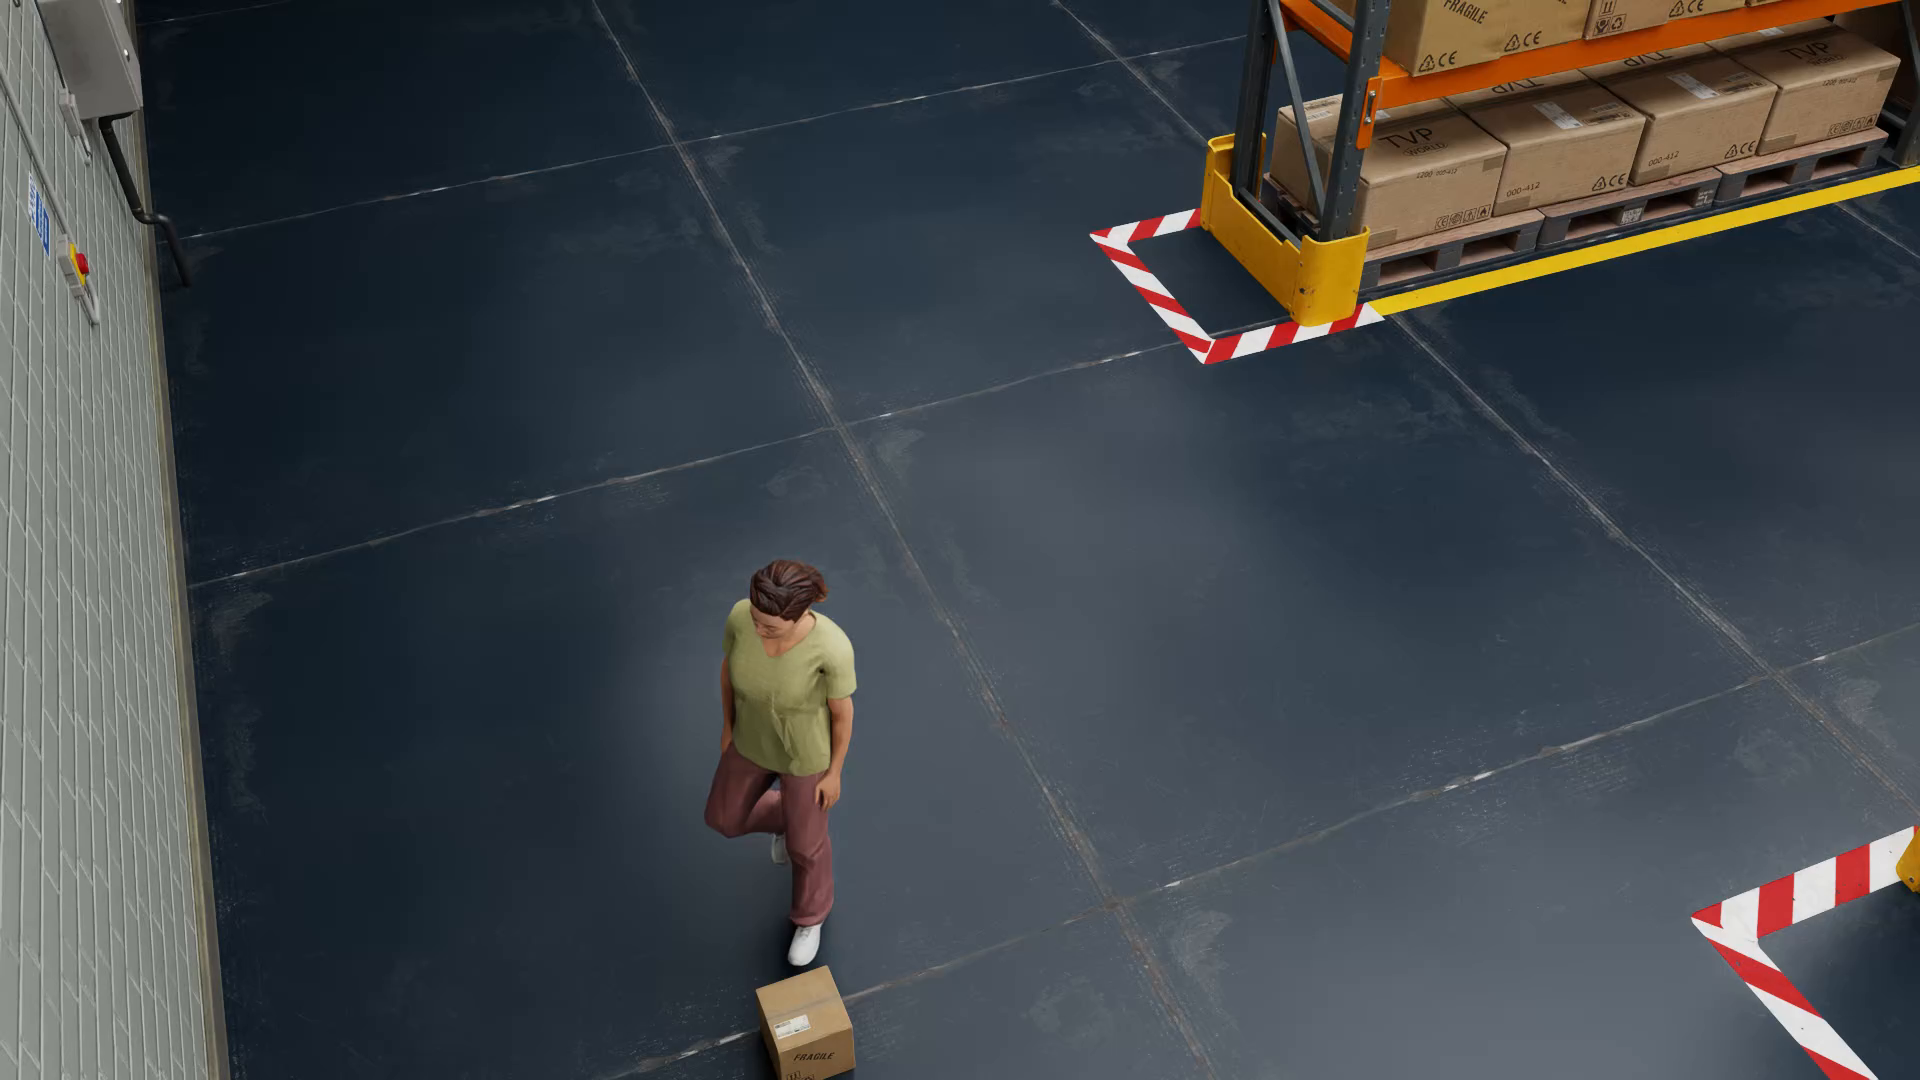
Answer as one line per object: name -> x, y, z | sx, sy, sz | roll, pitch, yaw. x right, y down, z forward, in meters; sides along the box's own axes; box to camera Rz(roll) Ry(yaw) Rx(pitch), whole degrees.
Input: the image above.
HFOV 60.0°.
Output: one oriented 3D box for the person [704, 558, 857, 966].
person -> -0.568, 0.661, 5.397 | 0.504, 1.665, 0.562 | 16, 44, 17
